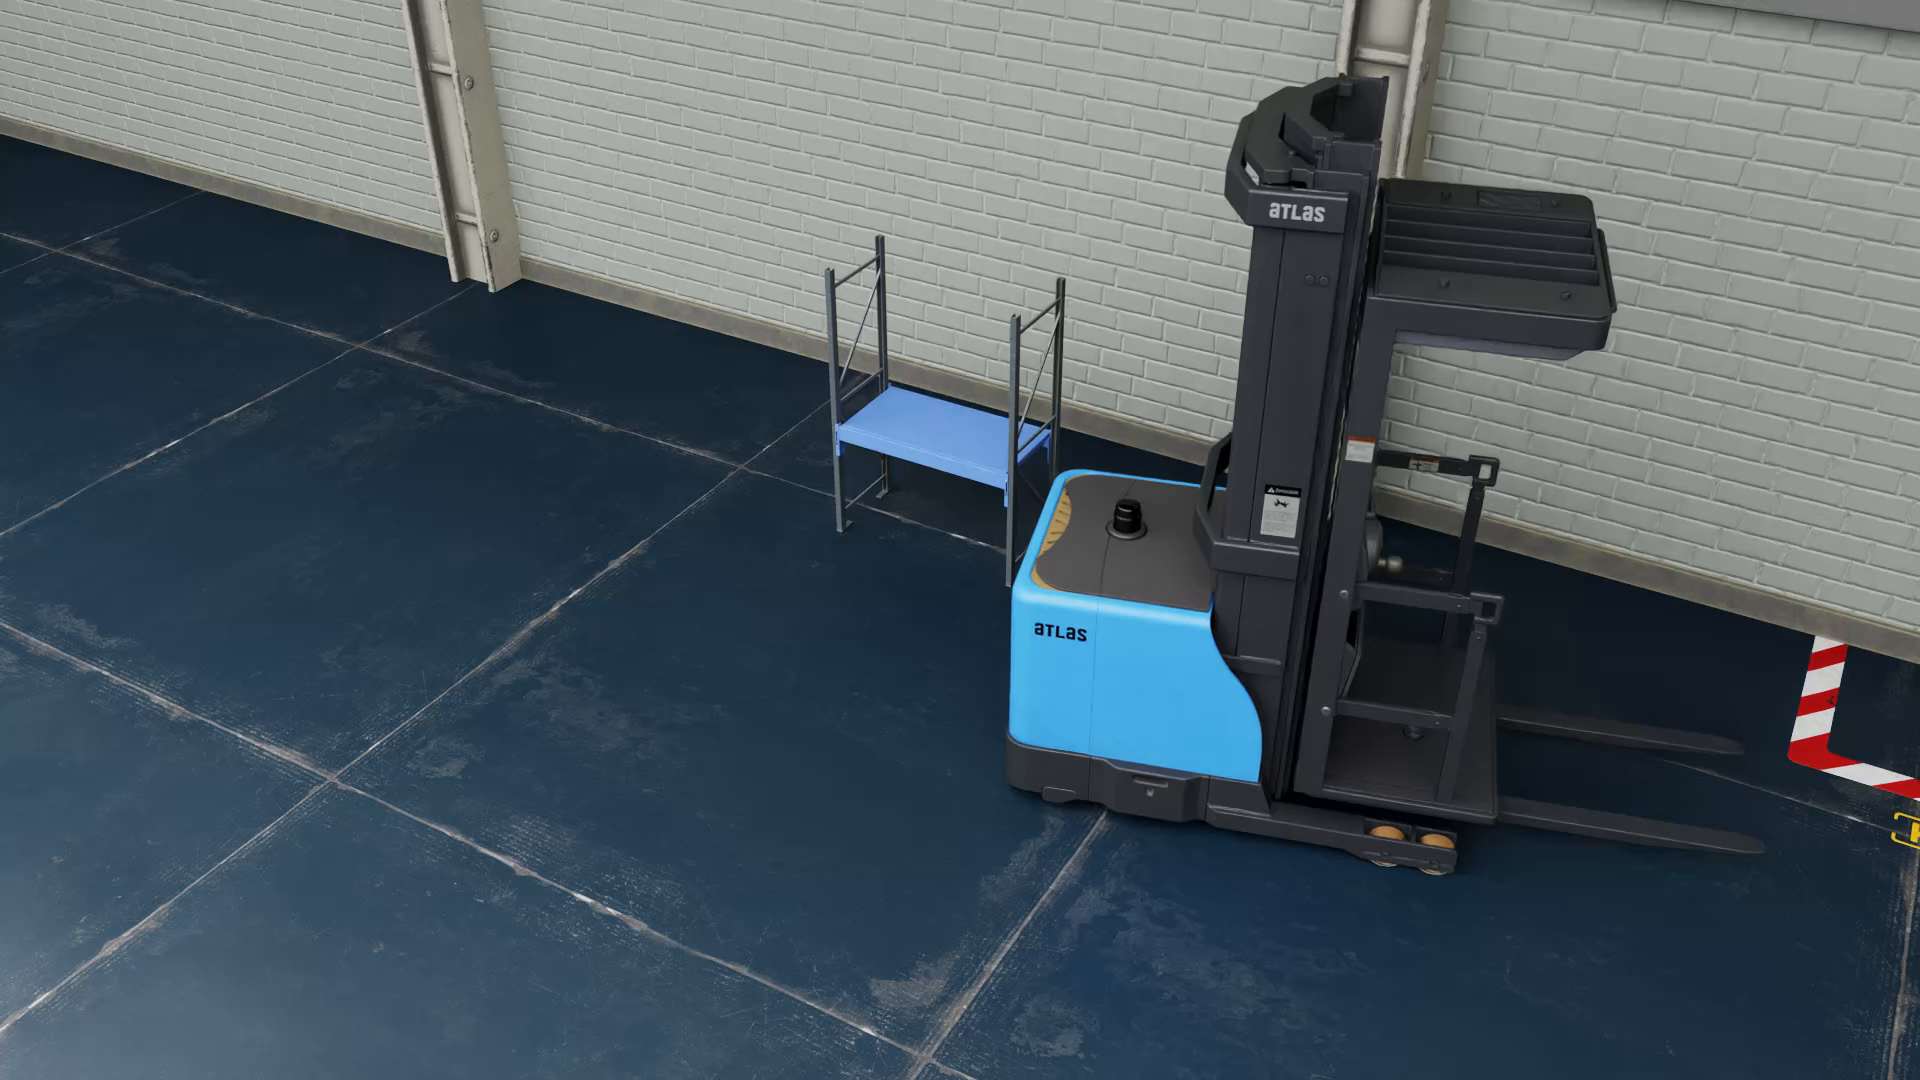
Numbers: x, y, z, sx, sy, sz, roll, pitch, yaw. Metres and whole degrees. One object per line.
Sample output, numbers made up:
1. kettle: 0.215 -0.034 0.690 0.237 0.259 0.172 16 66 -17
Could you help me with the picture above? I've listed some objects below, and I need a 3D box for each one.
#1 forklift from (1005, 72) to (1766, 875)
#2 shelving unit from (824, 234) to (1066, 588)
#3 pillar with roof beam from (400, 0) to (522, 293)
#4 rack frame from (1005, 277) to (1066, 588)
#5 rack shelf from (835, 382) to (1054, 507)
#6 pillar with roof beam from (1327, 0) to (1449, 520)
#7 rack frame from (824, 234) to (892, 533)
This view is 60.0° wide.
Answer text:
1. forklift: 1.767 -0.193 6.396 3.031 2.935 1.130 8 34 12
2. shelving unit: -0.074 -0.648 8.370 1.048 1.500 0.538 18 37 24
3. pillar with roof beam: -5.386 -3.478 5.854 0.400 9.000 9.100 18 37 24
4. rack frame: 0.367 -0.508 8.160 0.032 1.500 0.500 18 37 24
5. rack shelf: -0.074 -0.498 8.469 1.000 0.185 0.538 18 37 24
6. pillar with roof beam: -0.176 -1.828 3.376 0.400 9.000 9.100 18 37 24
7. rack frame: -0.515 -0.788 8.579 0.032 1.500 0.500 18 37 24
